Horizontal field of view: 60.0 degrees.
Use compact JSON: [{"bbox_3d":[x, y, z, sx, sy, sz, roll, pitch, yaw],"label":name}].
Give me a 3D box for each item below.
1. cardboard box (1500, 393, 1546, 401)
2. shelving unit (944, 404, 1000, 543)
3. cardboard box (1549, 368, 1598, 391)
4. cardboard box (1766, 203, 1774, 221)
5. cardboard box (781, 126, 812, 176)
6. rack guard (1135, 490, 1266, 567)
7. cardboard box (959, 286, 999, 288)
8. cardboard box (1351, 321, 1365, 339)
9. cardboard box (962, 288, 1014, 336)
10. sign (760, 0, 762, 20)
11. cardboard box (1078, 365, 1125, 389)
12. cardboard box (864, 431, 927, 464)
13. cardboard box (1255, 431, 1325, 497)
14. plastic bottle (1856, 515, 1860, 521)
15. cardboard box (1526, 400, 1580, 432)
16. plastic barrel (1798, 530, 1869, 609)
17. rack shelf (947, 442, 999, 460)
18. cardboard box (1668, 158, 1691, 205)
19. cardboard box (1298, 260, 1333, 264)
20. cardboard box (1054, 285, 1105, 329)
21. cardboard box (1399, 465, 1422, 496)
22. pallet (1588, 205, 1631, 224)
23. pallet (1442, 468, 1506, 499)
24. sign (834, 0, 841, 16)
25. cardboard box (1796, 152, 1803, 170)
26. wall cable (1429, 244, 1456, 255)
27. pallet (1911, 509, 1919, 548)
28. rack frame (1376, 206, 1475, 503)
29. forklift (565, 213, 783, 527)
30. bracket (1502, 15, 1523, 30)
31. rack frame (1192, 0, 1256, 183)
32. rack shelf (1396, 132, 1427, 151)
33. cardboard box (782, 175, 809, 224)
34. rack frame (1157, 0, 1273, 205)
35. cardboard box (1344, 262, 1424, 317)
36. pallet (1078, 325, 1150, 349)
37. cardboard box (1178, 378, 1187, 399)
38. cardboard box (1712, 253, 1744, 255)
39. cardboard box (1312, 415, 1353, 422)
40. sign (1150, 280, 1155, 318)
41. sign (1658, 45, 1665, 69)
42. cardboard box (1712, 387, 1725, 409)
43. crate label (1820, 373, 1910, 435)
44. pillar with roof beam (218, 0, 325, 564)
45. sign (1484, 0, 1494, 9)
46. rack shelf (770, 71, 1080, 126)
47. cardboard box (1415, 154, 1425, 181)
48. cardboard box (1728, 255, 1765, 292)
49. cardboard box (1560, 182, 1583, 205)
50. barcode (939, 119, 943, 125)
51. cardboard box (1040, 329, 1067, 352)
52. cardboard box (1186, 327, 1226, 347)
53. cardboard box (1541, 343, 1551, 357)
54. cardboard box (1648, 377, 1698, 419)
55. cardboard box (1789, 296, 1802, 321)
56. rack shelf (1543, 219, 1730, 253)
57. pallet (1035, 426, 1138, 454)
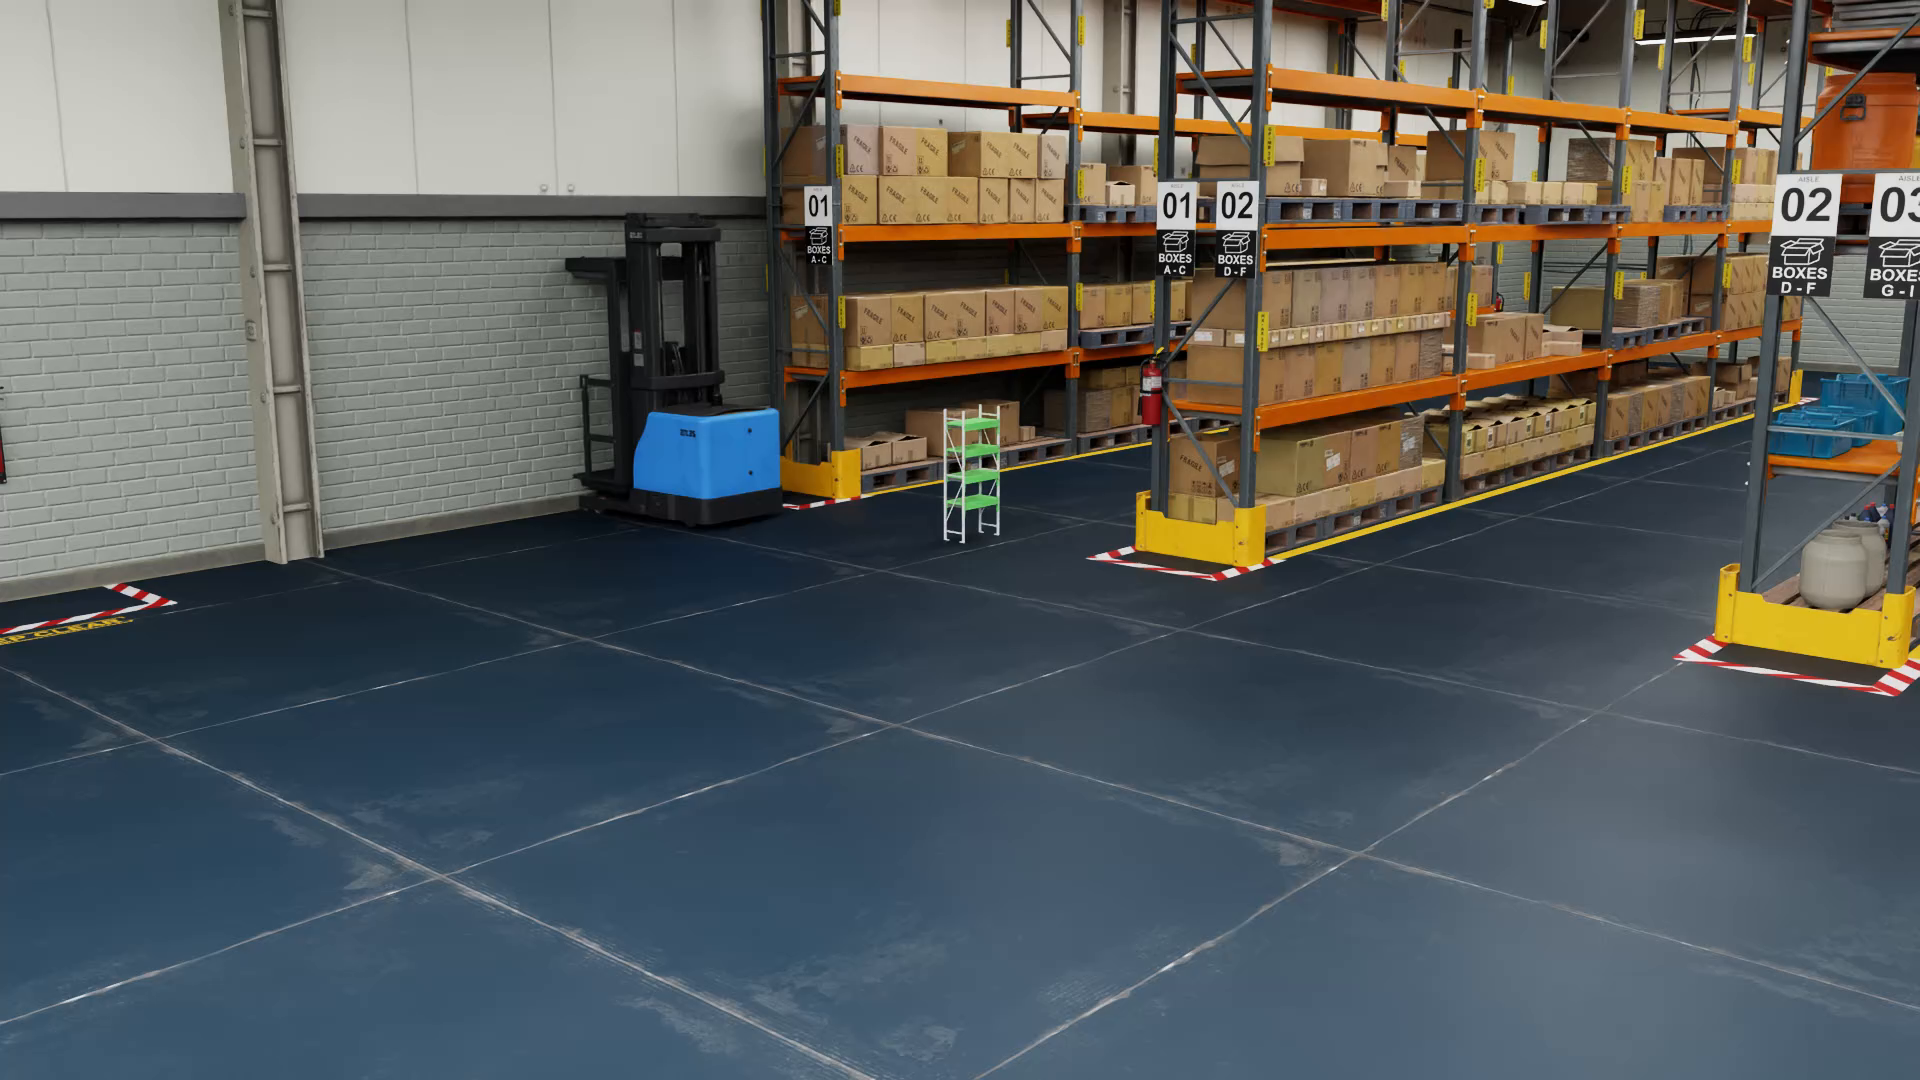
[{"bbox_3d":[6.817,-1.612,20.138,0.500,0.311,0.500,10,15,42],"label":"cardboard box"},{"bbox_3d":[0.109,-0.613,15.216,0.258,1.200,0.503,10,15,40],"label":"shelving unit"},{"bbox_3d":[7.858,-2.053,21.174,0.500,0.250,0.500,11,15,42],"label":"cardboard box"},{"bbox_3d":[11.522,-4.764,24.129,0.500,0.250,0.500,10,15,40],"label":"cardboard box"},{"bbox_3d":[-1.533,-4.098,17.555,0.500,0.500,0.500,11,15,43],"label":"cardboard box"},{"bbox_3d":[2.086,-0.112,14.494,1.175,0.500,0.348,10,15,40],"label":"rack guard"},{"bbox_3d":[0.208,-2.756,19.767,0.500,0.500,0.500,10,15,40],"label":"cardboard box"},{"bbox_3d":[3.538,-1.964,15.475,0.380,0.149,0.250,10,15,41],"label":"cardboard box"},{"bbox_3d":[0.274,-2.617,19.073,0.500,0.500,0.500,9,15,39],"label":"cardboard box"},{"bbox_3d":[-2.025,-5.533,17.151,0.100,0.325,0.005,10,15,40],"label":"sign"},{"bbox_3d":[1.781,-2.103,21.426,0.500,0.250,0.500,9,15,39],"label":"cardboard box"},{"bbox_3d":[-0.721,-1.052,18.563,0.500,0.311,0.500,-11,15,-43],"label":"cardboard box"},{"bbox_3d":[2.952,-0.690,15.043,0.500,0.500,0.500,10,15,40],"label":"cardboard box"},{"bbox_3d":[7.351,-0.061,13.668,0.061,0.283,0.133,11,15,43],"label":"plastic bottle"},{"bbox_3d":[6.884,-1.464,19.401,0.500,0.311,0.500,9,15,39],"label":"cardboard box"},{"bbox_3d":[6.197,0.207,11.795,0.421,0.512,0.421,0,11,0],"label":"plastic barrel"},{"bbox_3d":[0.109,-0.785,15.181,0.258,0.148,0.480,10,15,40],"label":"rack shelf"},{"bbox_3d":[9.211,-4.716,21.922,0.600,0.600,0.600,10,15,40],"label":"cardboard box"},{"bbox_3d":[5.166,-3.993,24.565,0.500,0.250,0.500,9,15,39],"label":"cardboard box"},{"bbox_3d":[1.381,-2.905,20.718,0.700,0.500,0.500,10,15,41],"label":"cardboard box"},{"bbox_3d":[4.263,-0.618,16.597,0.500,0.250,0.500,10,15,40],"label":"cardboard box"},{"bbox_3d":[7.002,-3.785,19.327,1.213,0.211,1.003,11,16,43],"label":"pallet"},{"bbox_3d":[5.200,-0.676,18.055,1.003,0.211,1.213,10,15,40],"label":"pallet"},{"bbox_3d":[-1.214,-5.350,16.433,0.100,0.325,0.005,10,15,40],"label":"sign"},{"bbox_3d":[12.337,-5.628,25.263,0.700,0.500,0.500,10,15,40],"label":"cardboard box"},{"bbox_3d":[9.075,-5.144,30.713,0.084,1.984,1.851,10,15,40],"label":"wall cable"},{"bbox_3d":[8.950,-0.042,14.881,1.003,0.211,1.213,10,15,40],"label":"pallet"},{"bbox_3d":[4.743,-1.930,17.214,1.000,3.000,0.127,10,15,40],"label":"rack frame"},{"bbox_3d":[-3.187,-1.771,16.595,3.031,2.935,1.130,9,15,39],"label":"forklift"},{"bbox_3d":[10.066,-9.444,30.330,0.235,0.232,0.430,10,15,40],"label":"bracket"},{"bbox_3d":[3.659,-6.100,22.777,1.000,3.000,0.127,10,15,40],"label":"rack frame"},{"bbox_3d":[7.620,-6.434,27.306,1.077,0.370,4.000,10,15,40],"label":"rack shelf"},{"bbox_3d":[-1.536,-3.605,17.637,0.500,0.500,0.500,-11,16,-43],"label":"cardboard box"},{"bbox_3d":[2.102,-4.283,13.680,1.000,3.000,0.127,10,15,40],"label":"rack frame"},{"bbox_3d":[4.122,-2.474,16.373,0.700,0.500,0.500,10,15,40],"label":"cardboard box"},{"bbox_3d":[1.633,-2.569,20.905,1.003,0.211,1.213,10,15,40],"label":"pallet"},{"bbox_3d":[2.796,-1.975,22.698,0.700,0.500,0.500,10,15,40],"label":"cardboard box"},{"bbox_3d":[11.500,-4.052,25.034,0.500,0.500,0.500,10,15,41],"label":"cardboard box"},{"bbox_3d":[3.541,-0.980,16.493,0.500,0.500,0.500,10,15,40],"label":"cardboard box"},{"bbox_3d":[1.704,-2.097,14.492,0.100,0.325,0.005,10,15,40],"label":"sign"},{"bbox_3d":[9.628,-6.618,22.785,0.100,0.325,0.005,10,15,40],"label":"sign"},{"bbox_3d":[10.463,-2.038,23.496,0.500,0.311,0.500,10,15,40],"label":"cardboard box"},{"bbox_3d":[6.832,-1.023,12.586,0.502,0.435,0.616,10,15,40],"label":"crate label"},{"bbox_3d":[-2.536,-3.698,10.753,9.100,9.000,0.400,10,15,40],"label":"pillar with roof beam"},{"bbox_3d":[5.143,-5.332,16.142,0.100,0.325,0.005,10,15,40],"label":"sign"},{"bbox_3d":[-0.301,-4.863,18.428,1.077,0.370,4.000,10,15,40],"label":"rack shelf"},{"bbox_3d":[6.981,-5.835,26.251,0.500,0.500,0.500,10,15,40],"label":"cardboard box"},{"bbox_3d":[11.226,-3.830,23.923,0.500,0.500,0.500,9,15,39],"label":"cardboard box"},{"bbox_3d":[6.793,-3.968,19.072,0.500,0.250,0.500,10,15,42],"label":"cardboard box"},{"bbox_3d":[-0.222,-4.823,19.192,0.001,0.075,0.075,10,15,40],"label":"barcode"},{"bbox_3d":[0.934,-2.397,19.885,0.500,0.250,0.500,10,15,40],"label":"cardboard box"},{"bbox_3d":[2.211,-1.789,14.599,0.380,0.149,0.250,9,15,39],"label":"cardboard box"},{"bbox_3d":[6.583,-2.200,19.209,0.250,0.149,0.380,-11,16,-43],"label":"cardboard box"},{"bbox_3d":[9.580,-1.915,22.401,0.500,0.500,0.500,10,15,41],"label":"cardboard box"},{"bbox_3d":[12.573,-3.643,25.537,0.500,0.500,0.500,10,15,42],"label":"cardboard box"},{"bbox_3d":[8.703,-3.931,21.410,1.077,0.370,4.000,10,15,40],"label":"rack shelf"},{"bbox_3d":[1.532,-1.317,21.265,1.003,0.211,1.213,10,15,40],"label":"pallet"}]
